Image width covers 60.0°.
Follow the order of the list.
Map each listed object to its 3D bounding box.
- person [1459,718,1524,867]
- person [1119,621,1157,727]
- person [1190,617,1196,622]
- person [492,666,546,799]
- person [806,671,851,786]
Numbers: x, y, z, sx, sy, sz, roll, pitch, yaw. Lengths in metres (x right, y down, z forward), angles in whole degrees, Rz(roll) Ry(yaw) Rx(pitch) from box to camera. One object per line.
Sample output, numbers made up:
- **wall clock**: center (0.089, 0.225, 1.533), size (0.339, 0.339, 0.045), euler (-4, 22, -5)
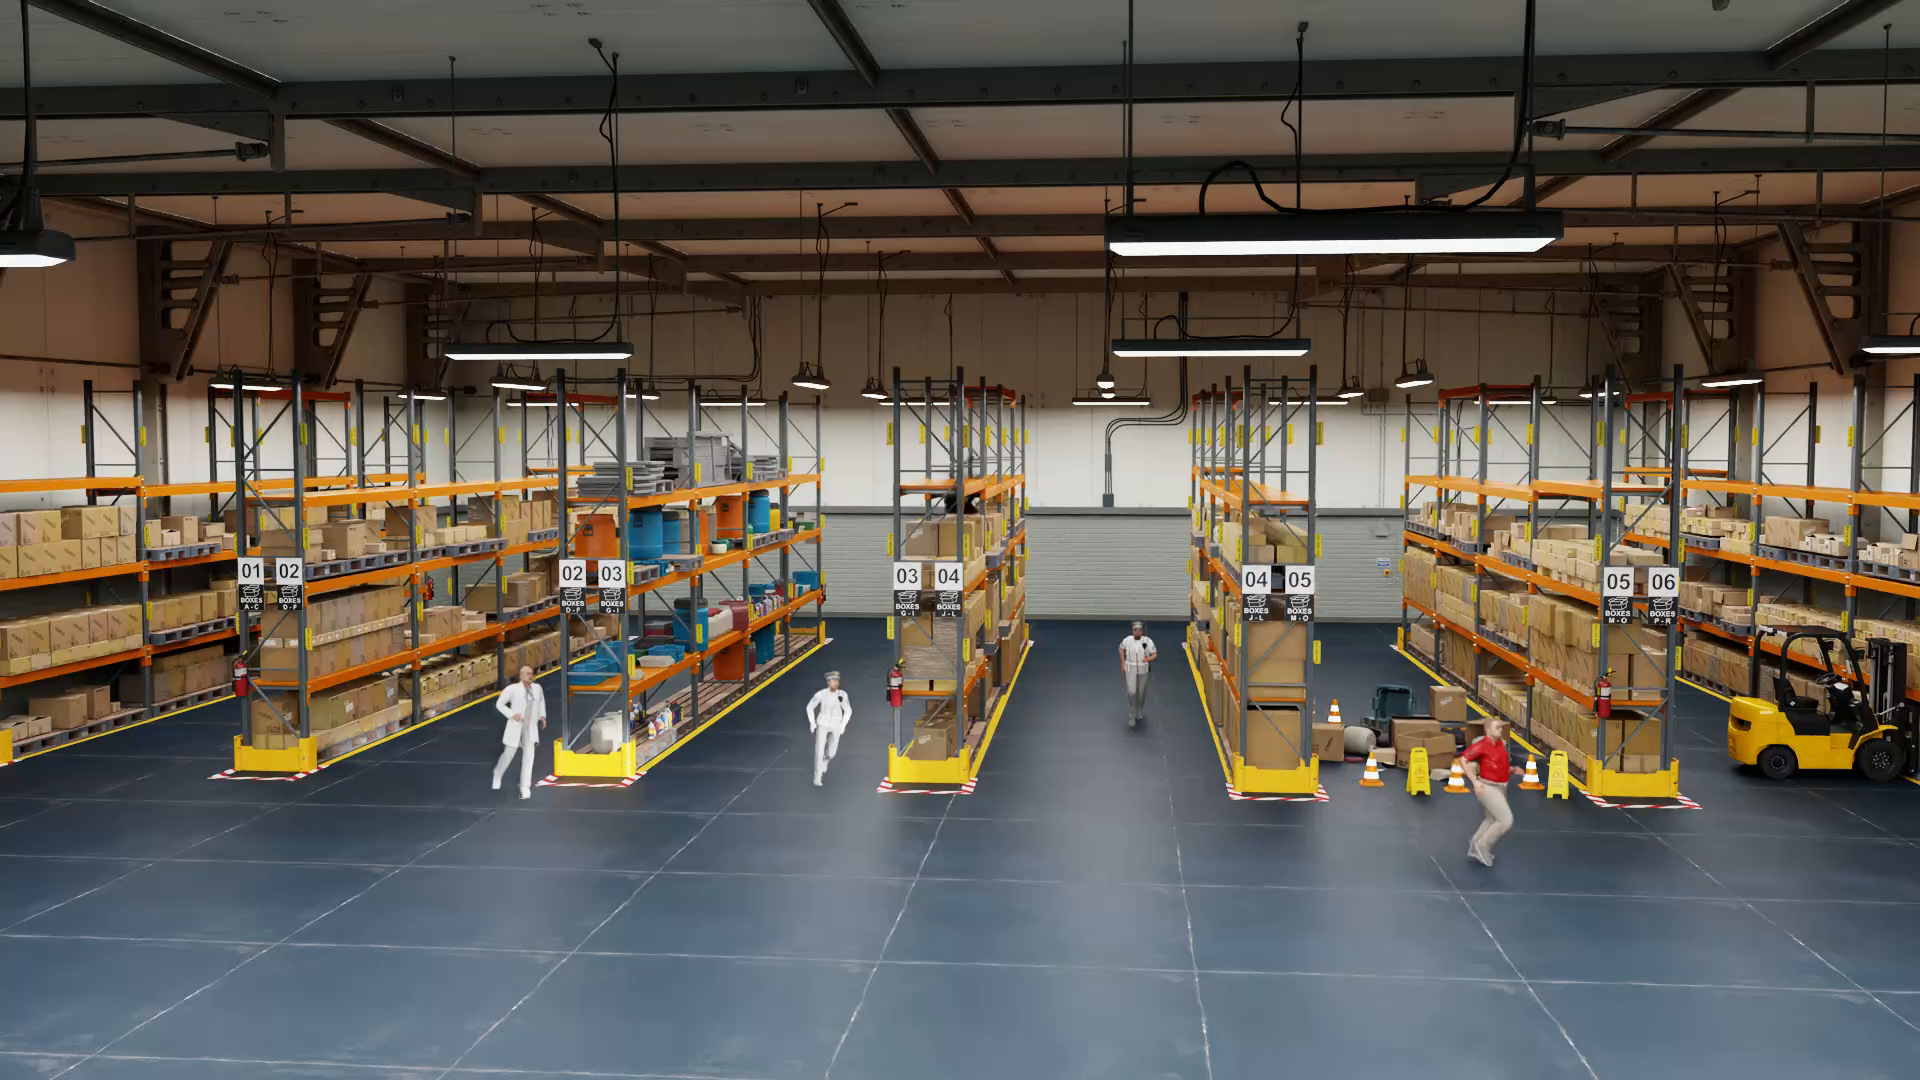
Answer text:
- **person**: center (6.237, 2.944, 19.375), size (0.678, 1.721, 0.637), euler (3, 5, 42)
- **person**: center (3.111, 2.325, 29.011), size (0.645, 1.842, 0.797), euler (0, 4, 2)
- **person**: center (5.928, 1.641, 40.562), size (0.674, 1.718, 0.744), euler (0, 4, -2)
- **person**: center (-6.124, 2.661, 23.357), size (0.762, 1.773, 1.016), euler (-2, 4, -34)
- **person**: center (-1.895, 2.710, 24.081), size (0.660, 1.651, 0.509), euler (-1, 4, -9)
